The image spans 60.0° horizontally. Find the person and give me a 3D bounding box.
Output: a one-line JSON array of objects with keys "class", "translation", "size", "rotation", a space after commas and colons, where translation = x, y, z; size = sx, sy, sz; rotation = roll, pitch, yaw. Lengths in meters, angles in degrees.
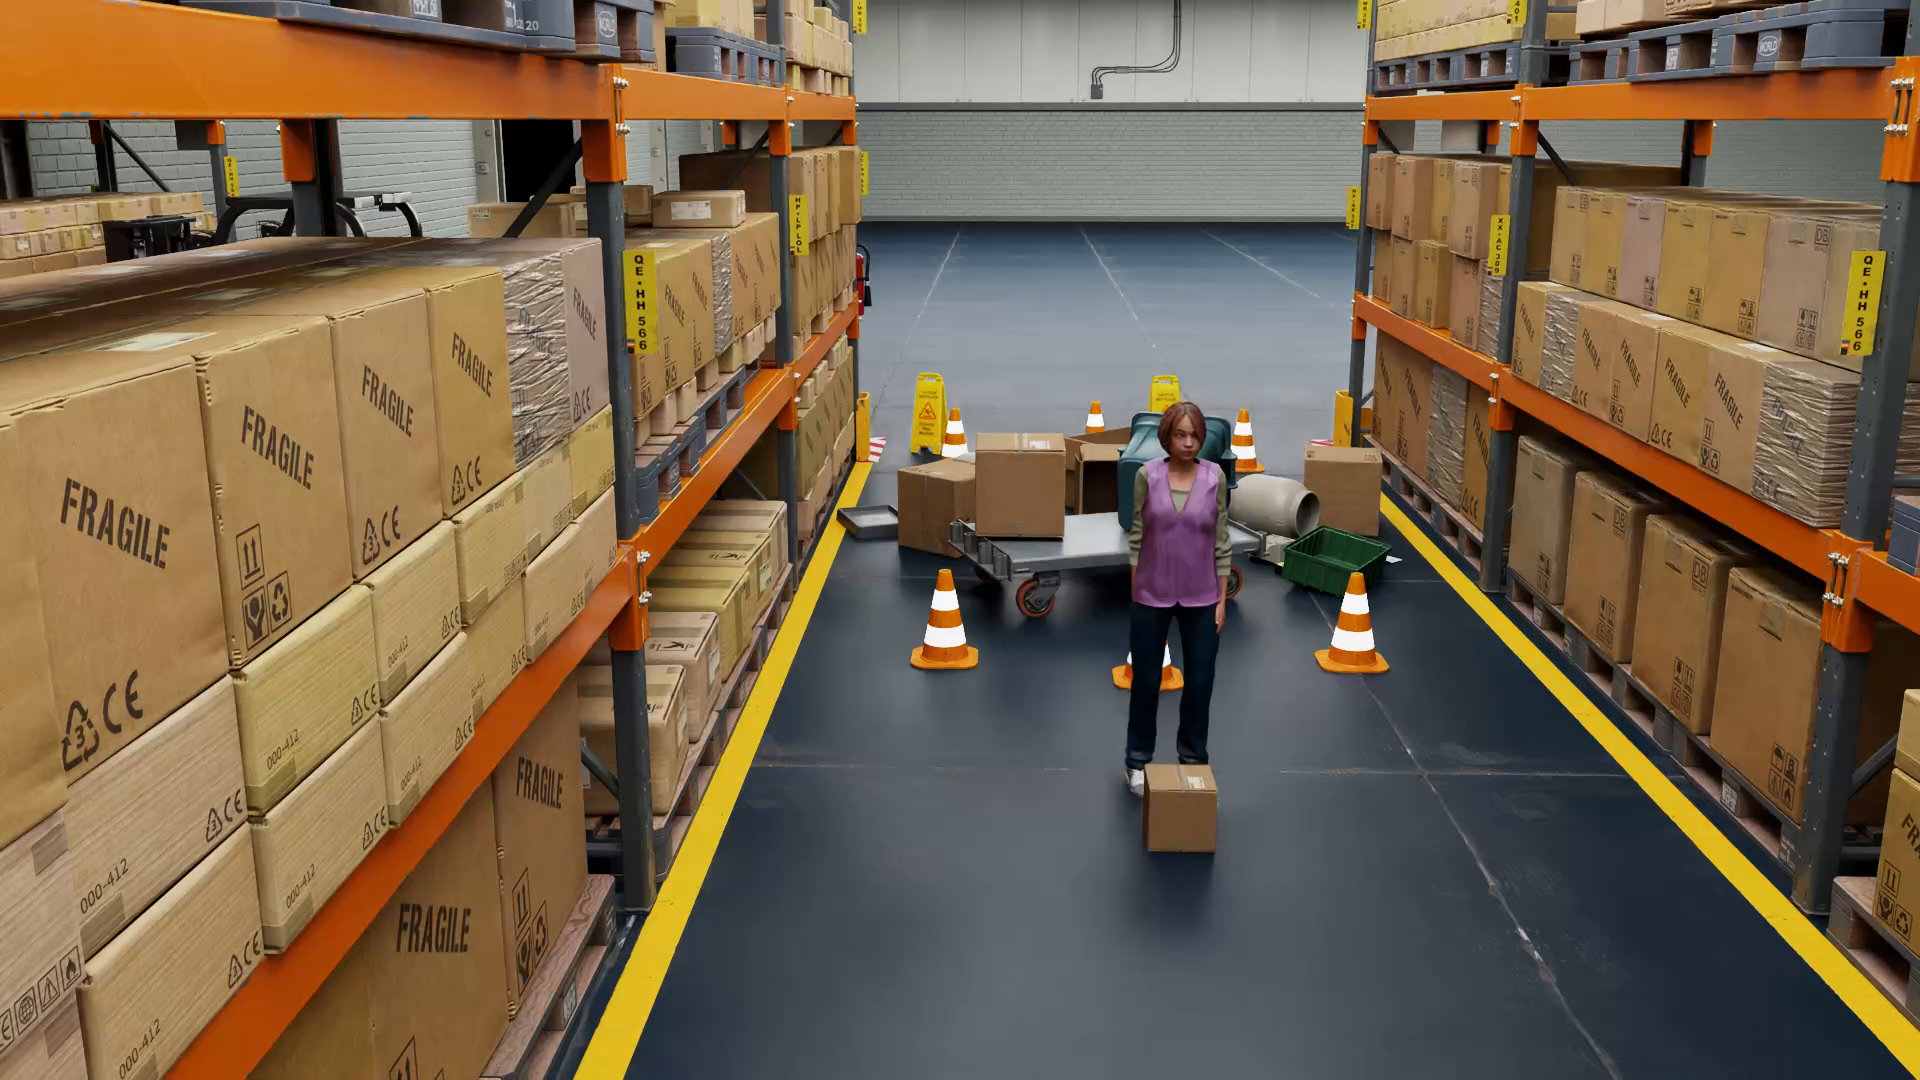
[{"class": "person", "translation": [0.864, 0.255, 6.567], "size": [0.406, 1.621, 0.320], "rotation": [1, 14, 3]}]
